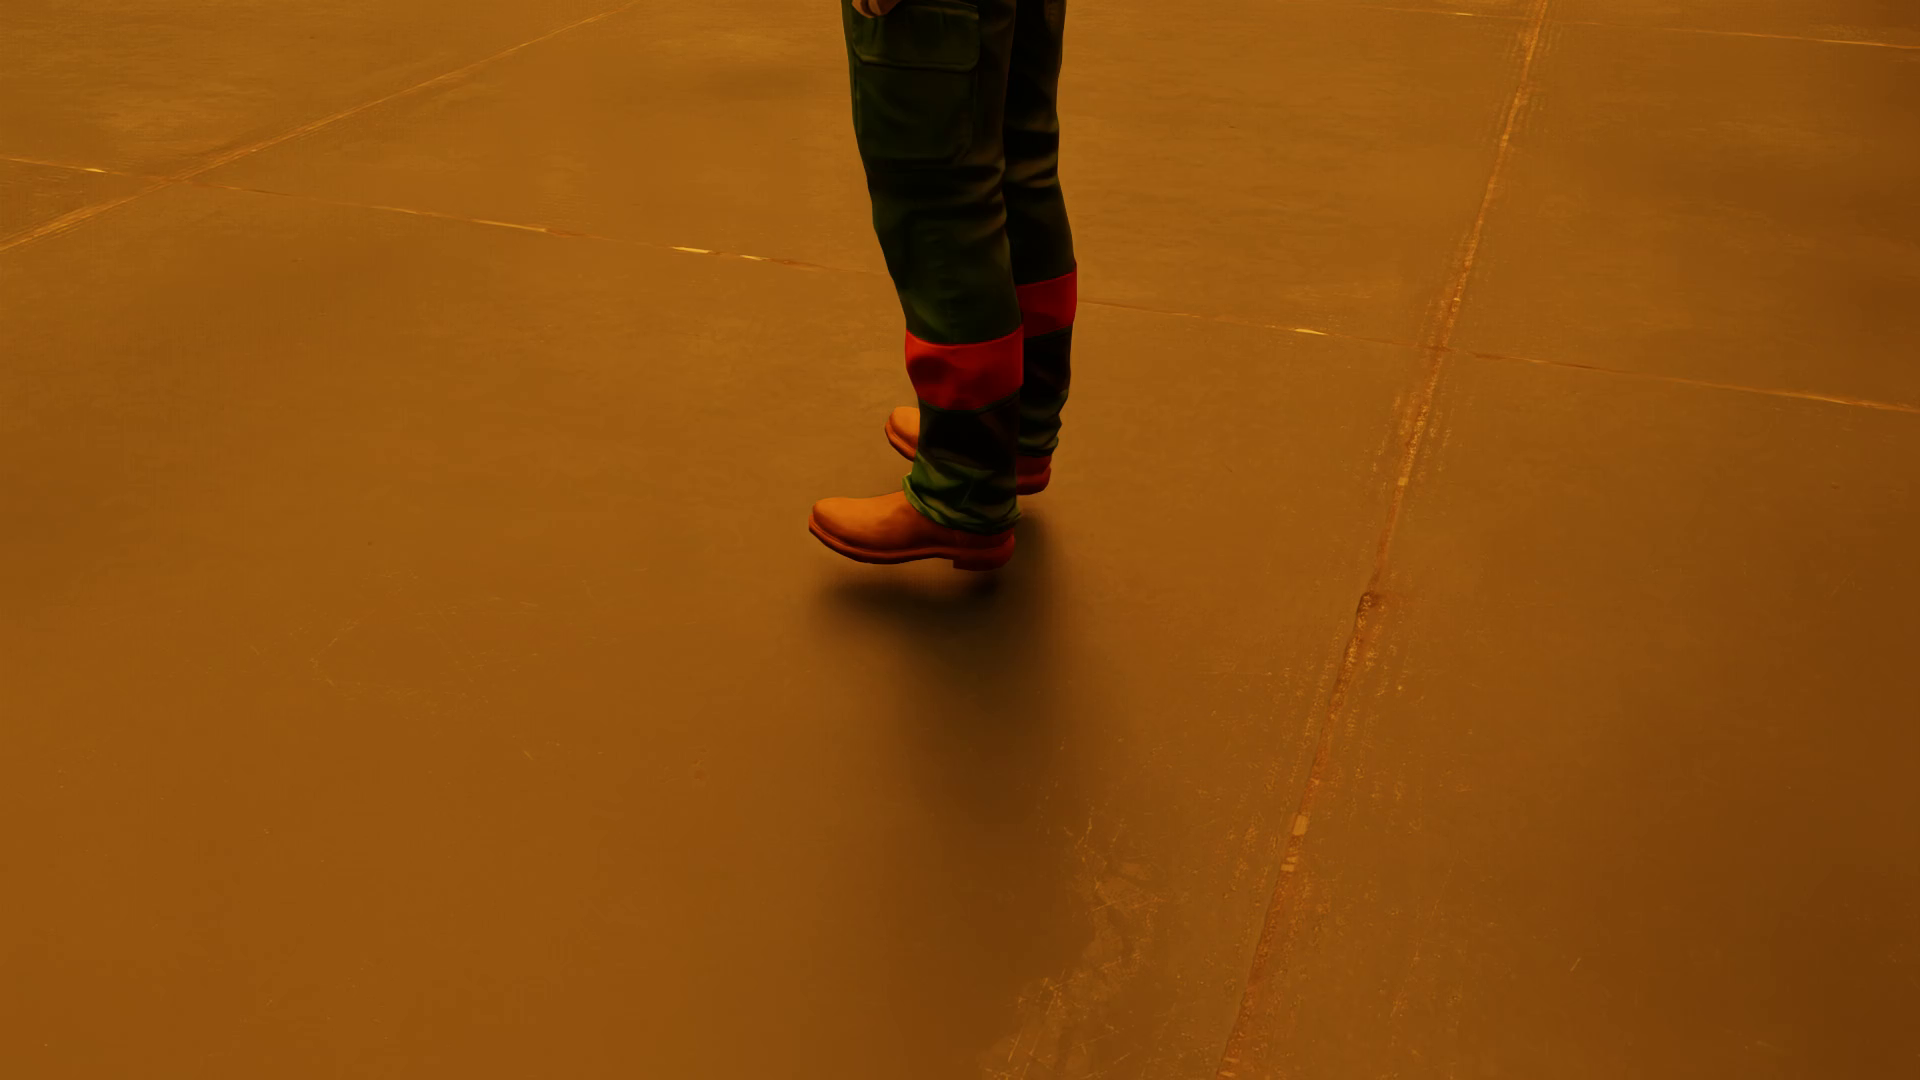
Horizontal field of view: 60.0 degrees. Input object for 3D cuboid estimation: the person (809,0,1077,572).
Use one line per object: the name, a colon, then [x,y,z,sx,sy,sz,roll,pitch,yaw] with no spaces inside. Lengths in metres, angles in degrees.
person: [-0.014,-0.810,2.034,0.370,1.795,0.536,10,31,18]
